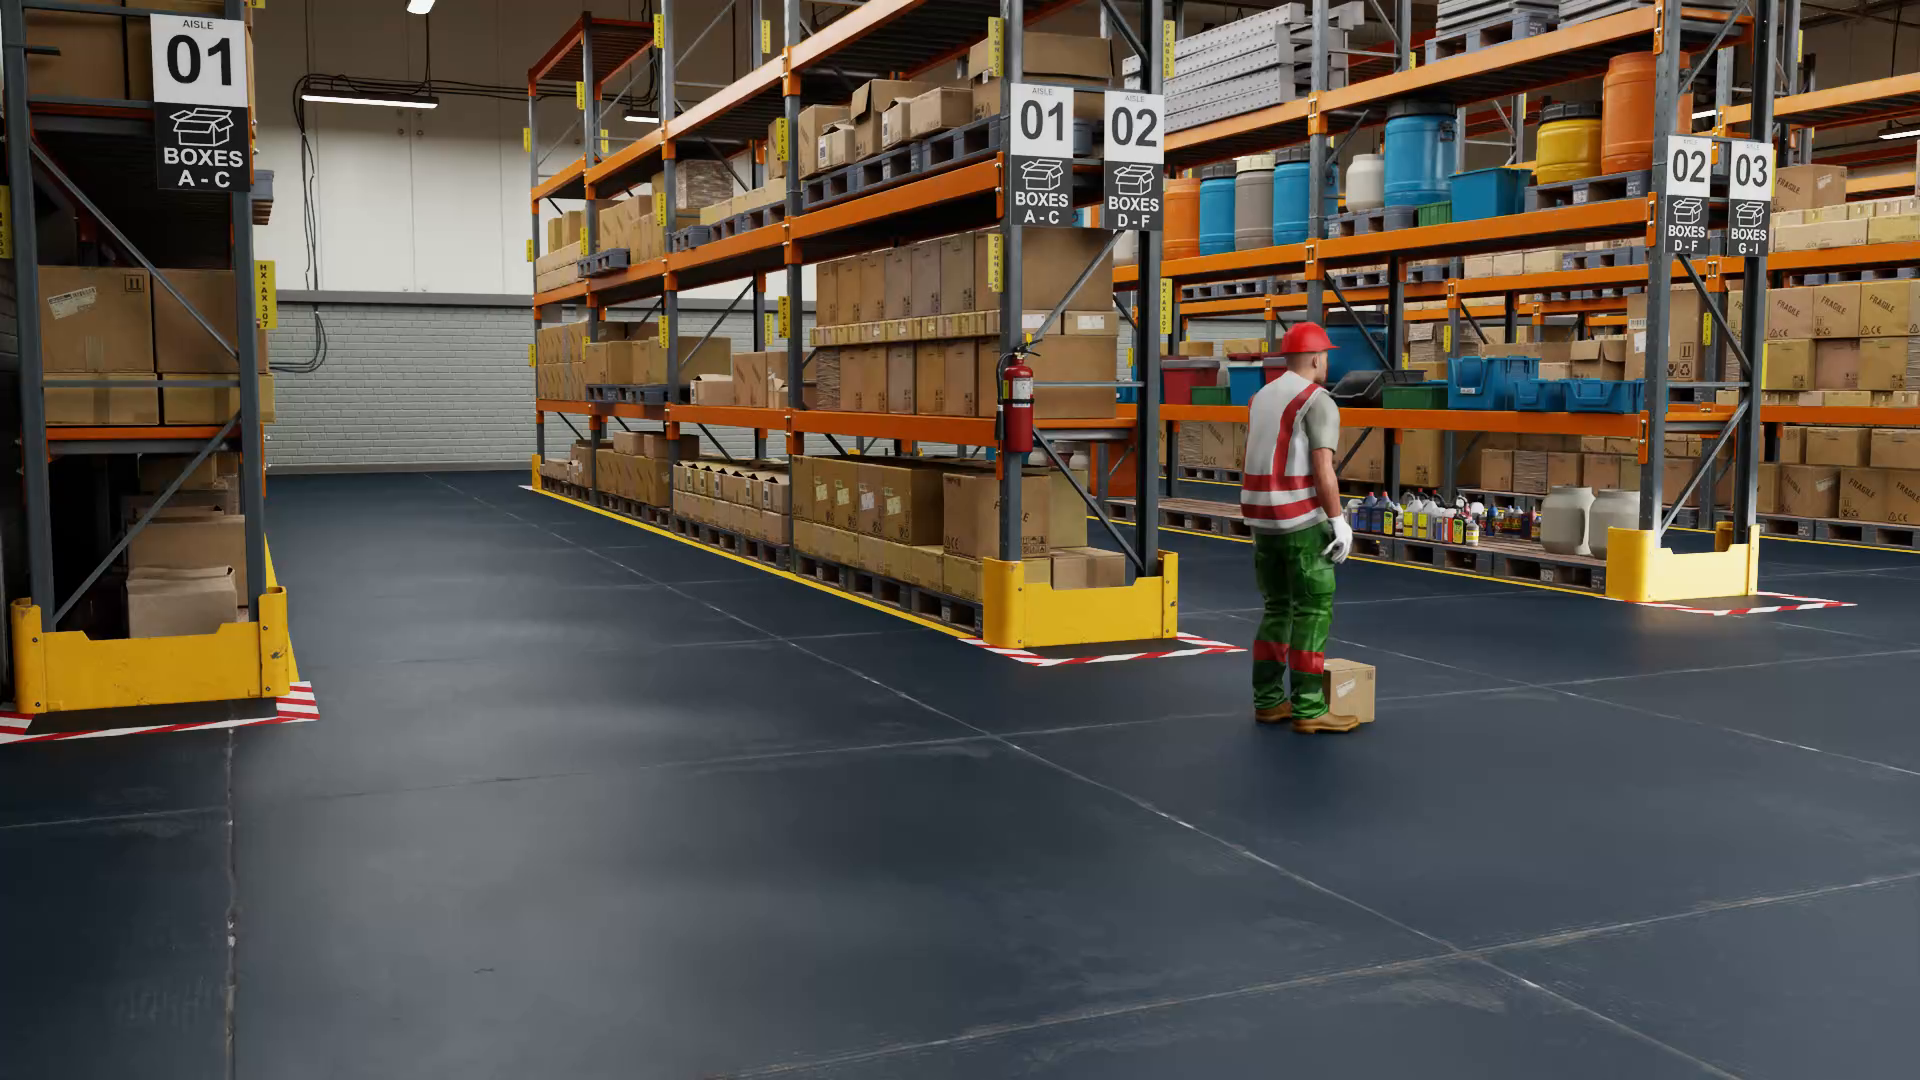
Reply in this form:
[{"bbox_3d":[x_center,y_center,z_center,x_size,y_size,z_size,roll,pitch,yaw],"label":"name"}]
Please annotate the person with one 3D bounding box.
[{"bbox_3d":[1.494,-0.066,7.334,0.456,1.778,0.614,-2,6,-24],"label":"person"}]
